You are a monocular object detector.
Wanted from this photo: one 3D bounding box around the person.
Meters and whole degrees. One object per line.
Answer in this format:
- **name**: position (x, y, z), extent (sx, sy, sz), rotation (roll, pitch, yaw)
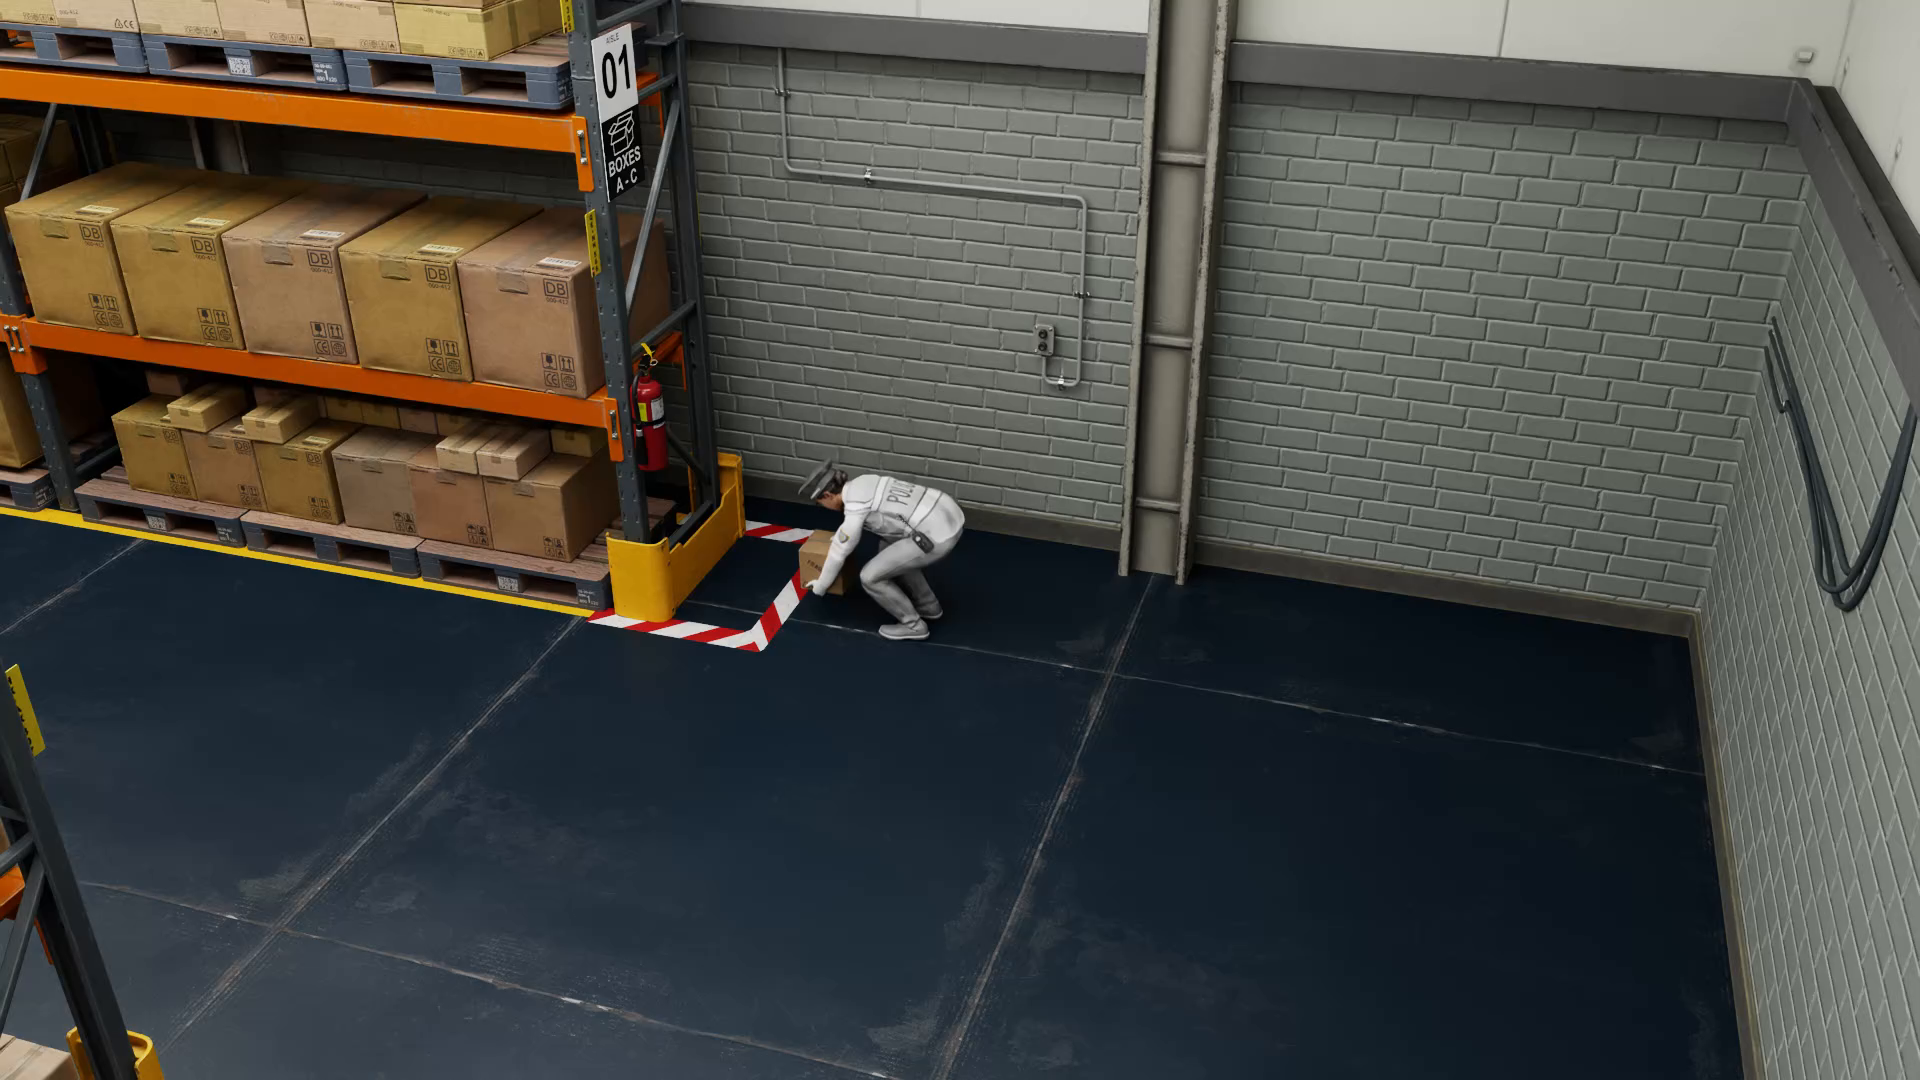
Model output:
- **person**: position (-0.437, 0.035, 9.143), extent (0.899, 0.977, 0.468), rotation (7, 30, 13)
